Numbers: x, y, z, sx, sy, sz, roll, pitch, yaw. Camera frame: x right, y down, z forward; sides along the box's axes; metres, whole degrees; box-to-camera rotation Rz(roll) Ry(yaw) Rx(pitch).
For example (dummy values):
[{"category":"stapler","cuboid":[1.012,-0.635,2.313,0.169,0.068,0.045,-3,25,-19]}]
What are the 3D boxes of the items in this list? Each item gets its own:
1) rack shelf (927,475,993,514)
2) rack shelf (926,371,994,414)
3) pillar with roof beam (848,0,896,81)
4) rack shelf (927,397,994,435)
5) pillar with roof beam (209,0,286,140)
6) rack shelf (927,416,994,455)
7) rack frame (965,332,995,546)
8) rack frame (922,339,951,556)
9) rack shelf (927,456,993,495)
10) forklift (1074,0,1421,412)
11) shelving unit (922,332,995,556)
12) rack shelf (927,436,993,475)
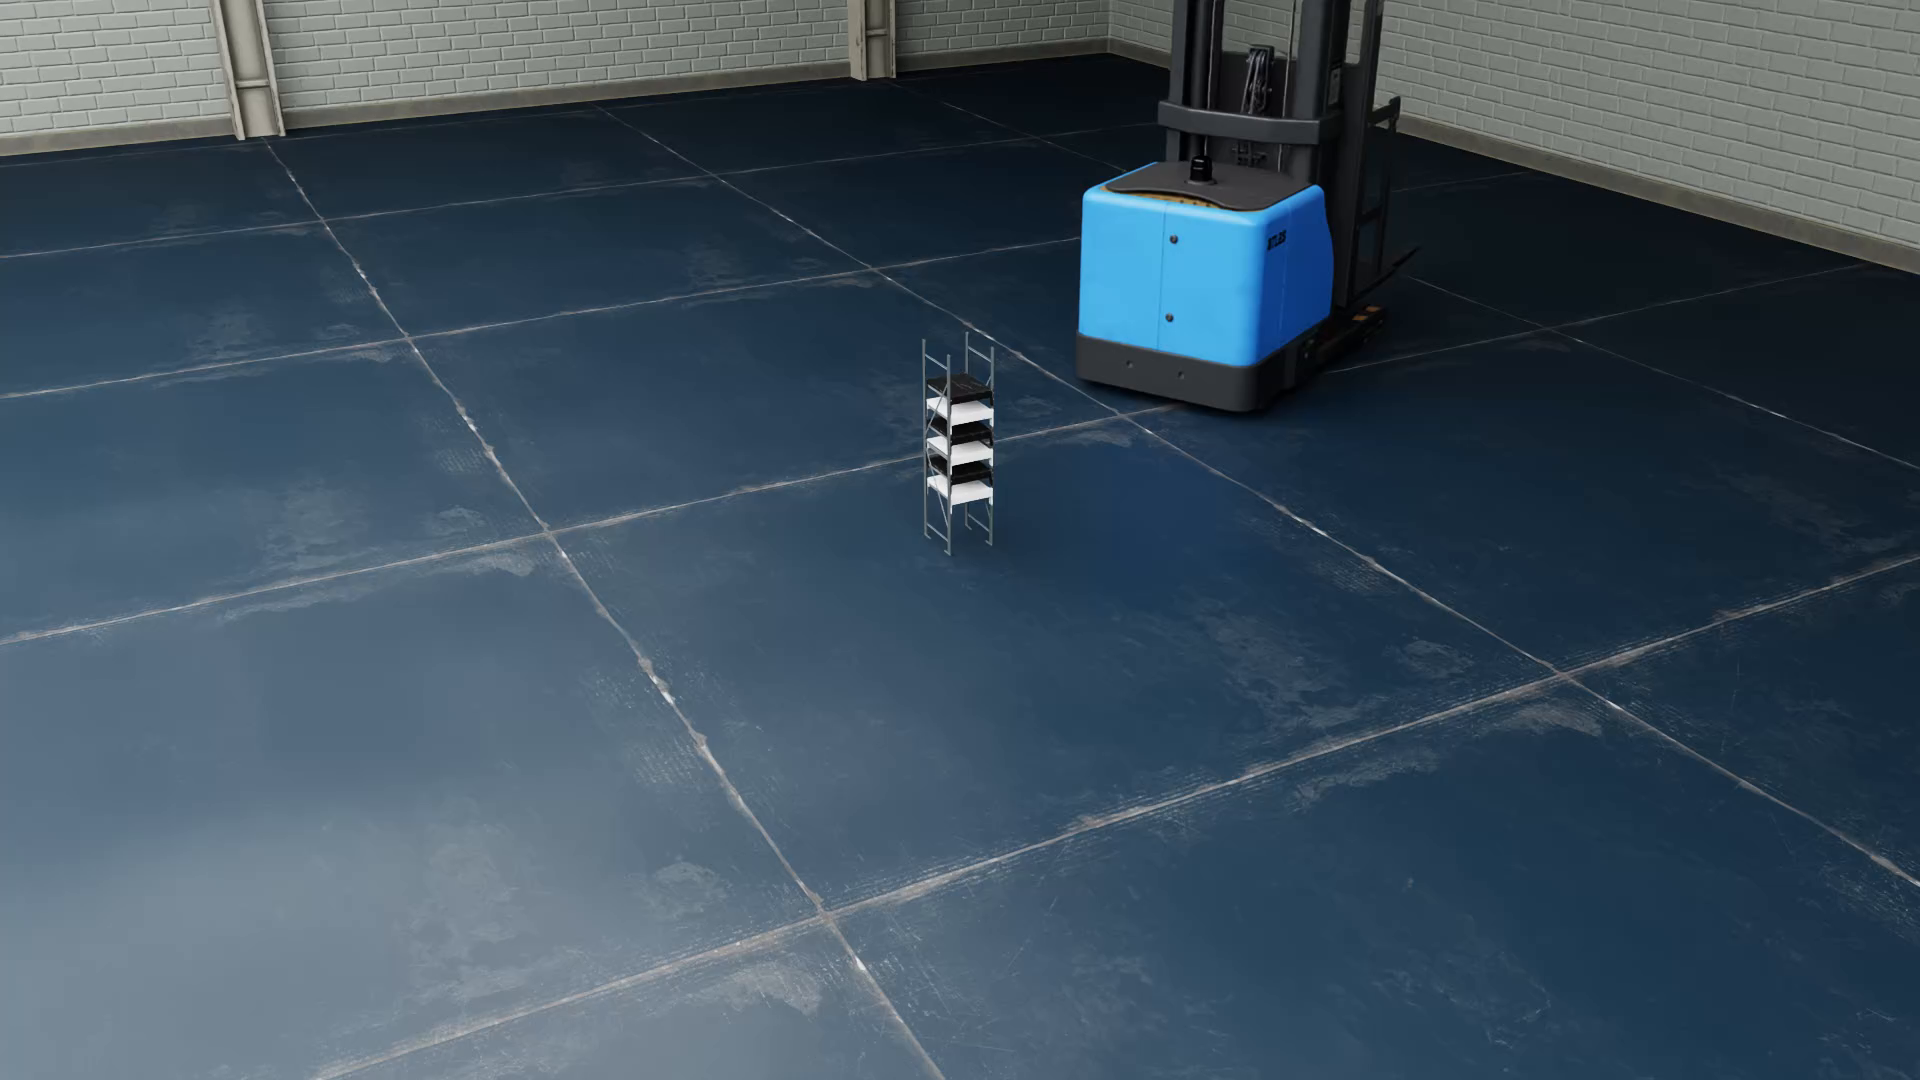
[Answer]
[{"category":"rack shelf","cuboid":[-0.007,-0.212,7.144,0.200,0.077,0.258,-13,29,-25]},{"category":"rack shelf","cuboid":[-0.007,-0.617,6.949,0.200,0.077,0.258,-13,29,-25]},{"category":"pillar with roof beam","cuboid":[1.123,-7.225,11.901,0.400,9.000,9.100,-13,29,-25]},{"category":"rack shelf","cuboid":[-0.007,-0.536,6.988,0.200,0.077,0.258,-13,29,-25]},{"category":"pillar with roof beam","cuboid":[-4.172,-6.003,9.356,0.400,9.000,9.100,-13,29,-25]},{"category":"rack shelf","cuboid":[-0.007,-0.455,7.027,0.200,0.077,0.258,-13,29,-25]},{"category":"rack frame","cuboid":[0.083,-0.425,7.095,0.006,0.900,0.240,-13,29,-25]},{"category":"rack frame","cuboid":[-0.097,-0.383,7.009,0.006,0.900,0.240,-13,29,-25]},{"category":"rack shelf","cuboid":[-0.007,-0.293,7.105,0.200,0.077,0.258,-13,29,-25]},{"category":"forklift","cuboid":[1.849,-2.559,9.194,1.130,2.935,3.031,16,30,30]},{"category":"shelving unit","cuboid":[-0.007,-0.404,7.052,0.210,0.900,0.258,-13,29,-25]},{"category":"rack shelf","cuboid":[-0.007,-0.374,7.066,0.200,0.077,0.258,-13,29,-25]}]
